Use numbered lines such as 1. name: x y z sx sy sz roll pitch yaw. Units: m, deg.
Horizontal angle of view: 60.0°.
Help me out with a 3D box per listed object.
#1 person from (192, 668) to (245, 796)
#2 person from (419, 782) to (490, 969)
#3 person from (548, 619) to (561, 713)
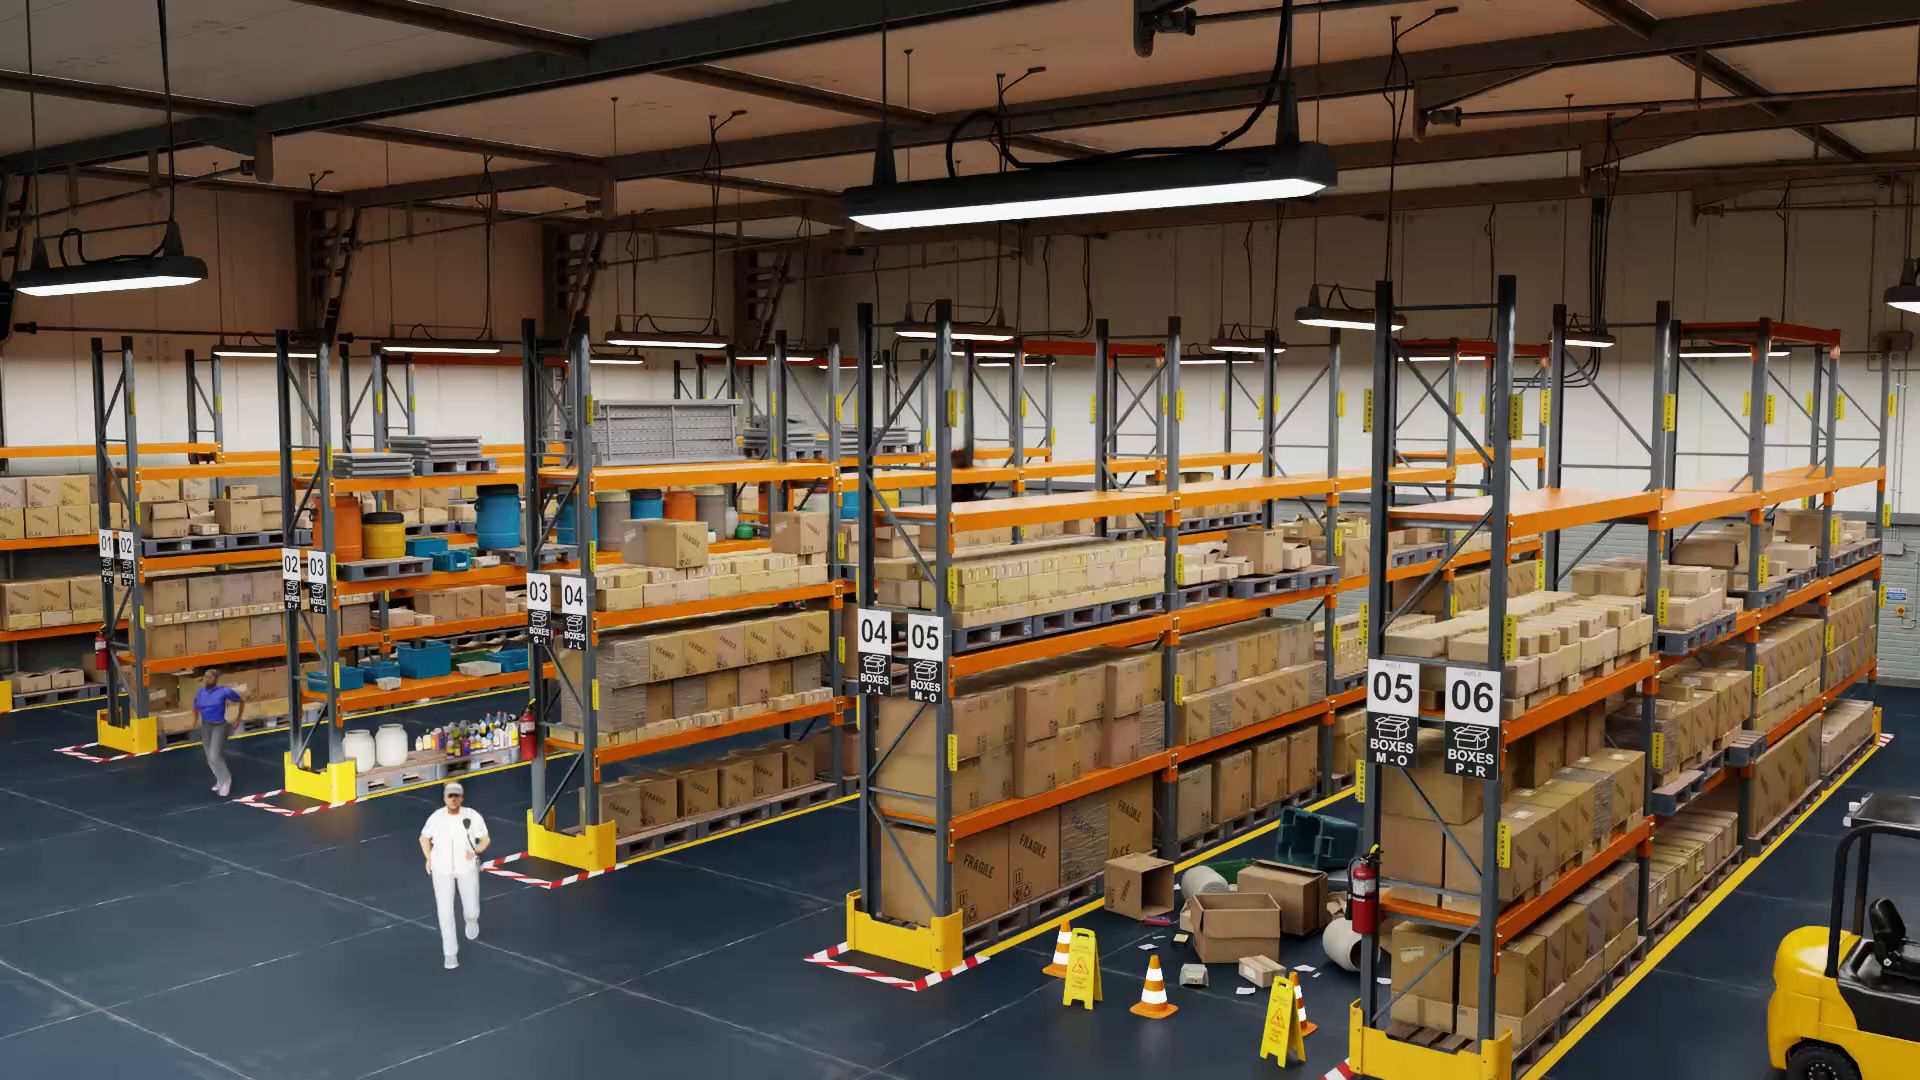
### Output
1. person: -9.611 2.498 21.464 0.592 1.677 0.684 0 5 6
2. person: -4.635 3.027 15.264 0.629 1.630 0.768 -1 5 -14
3. person: -6.587 1.993 27.029 0.590 1.671 0.720 4 6 39
